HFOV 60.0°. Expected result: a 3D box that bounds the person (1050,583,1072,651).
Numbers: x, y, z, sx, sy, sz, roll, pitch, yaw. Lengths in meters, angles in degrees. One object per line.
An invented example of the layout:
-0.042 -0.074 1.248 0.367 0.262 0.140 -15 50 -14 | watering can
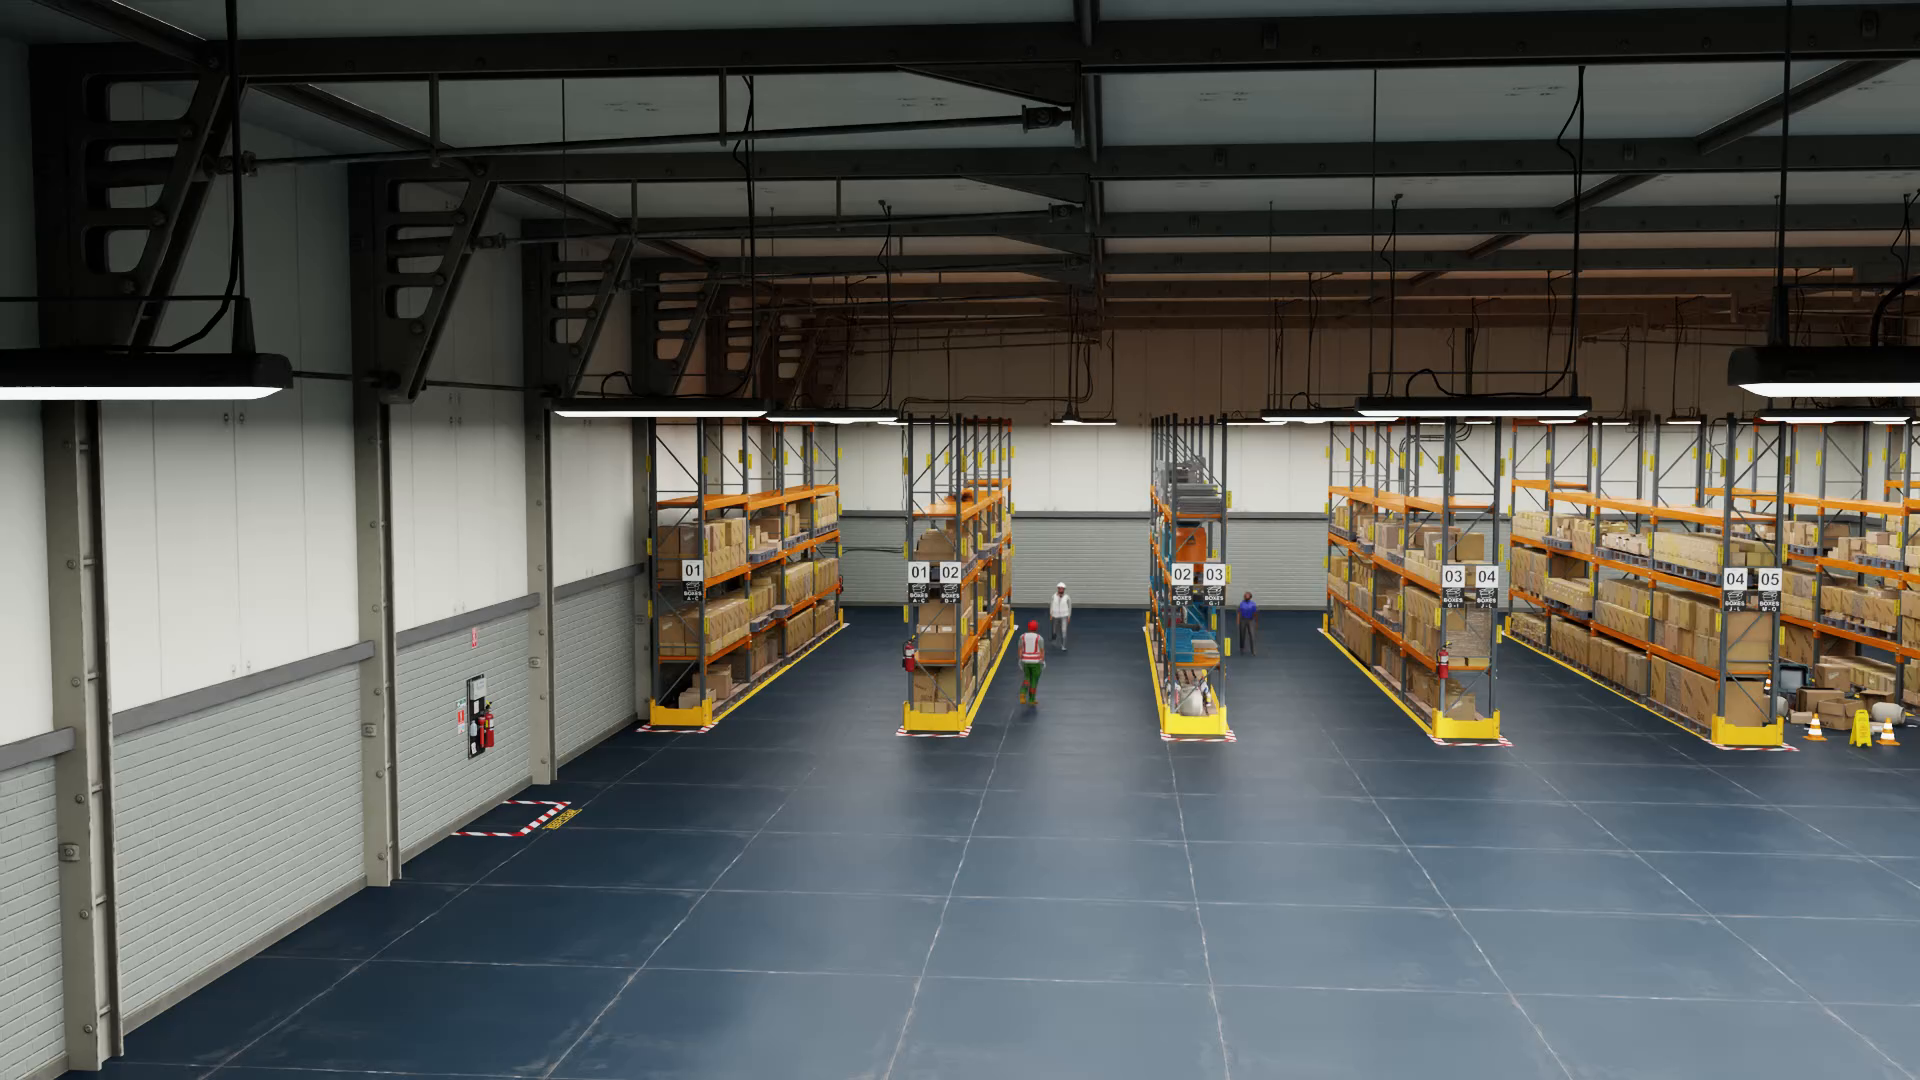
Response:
2.598 1.961 42.952 0.565 1.724 0.841 0 4 2 | person

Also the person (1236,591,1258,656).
7.256 2.090 41.996 0.573 1.567 1.012 0 4 1 | person

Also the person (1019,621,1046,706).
1.484 2.521 34.203 0.551 1.766 0.526 3 5 37 | person
